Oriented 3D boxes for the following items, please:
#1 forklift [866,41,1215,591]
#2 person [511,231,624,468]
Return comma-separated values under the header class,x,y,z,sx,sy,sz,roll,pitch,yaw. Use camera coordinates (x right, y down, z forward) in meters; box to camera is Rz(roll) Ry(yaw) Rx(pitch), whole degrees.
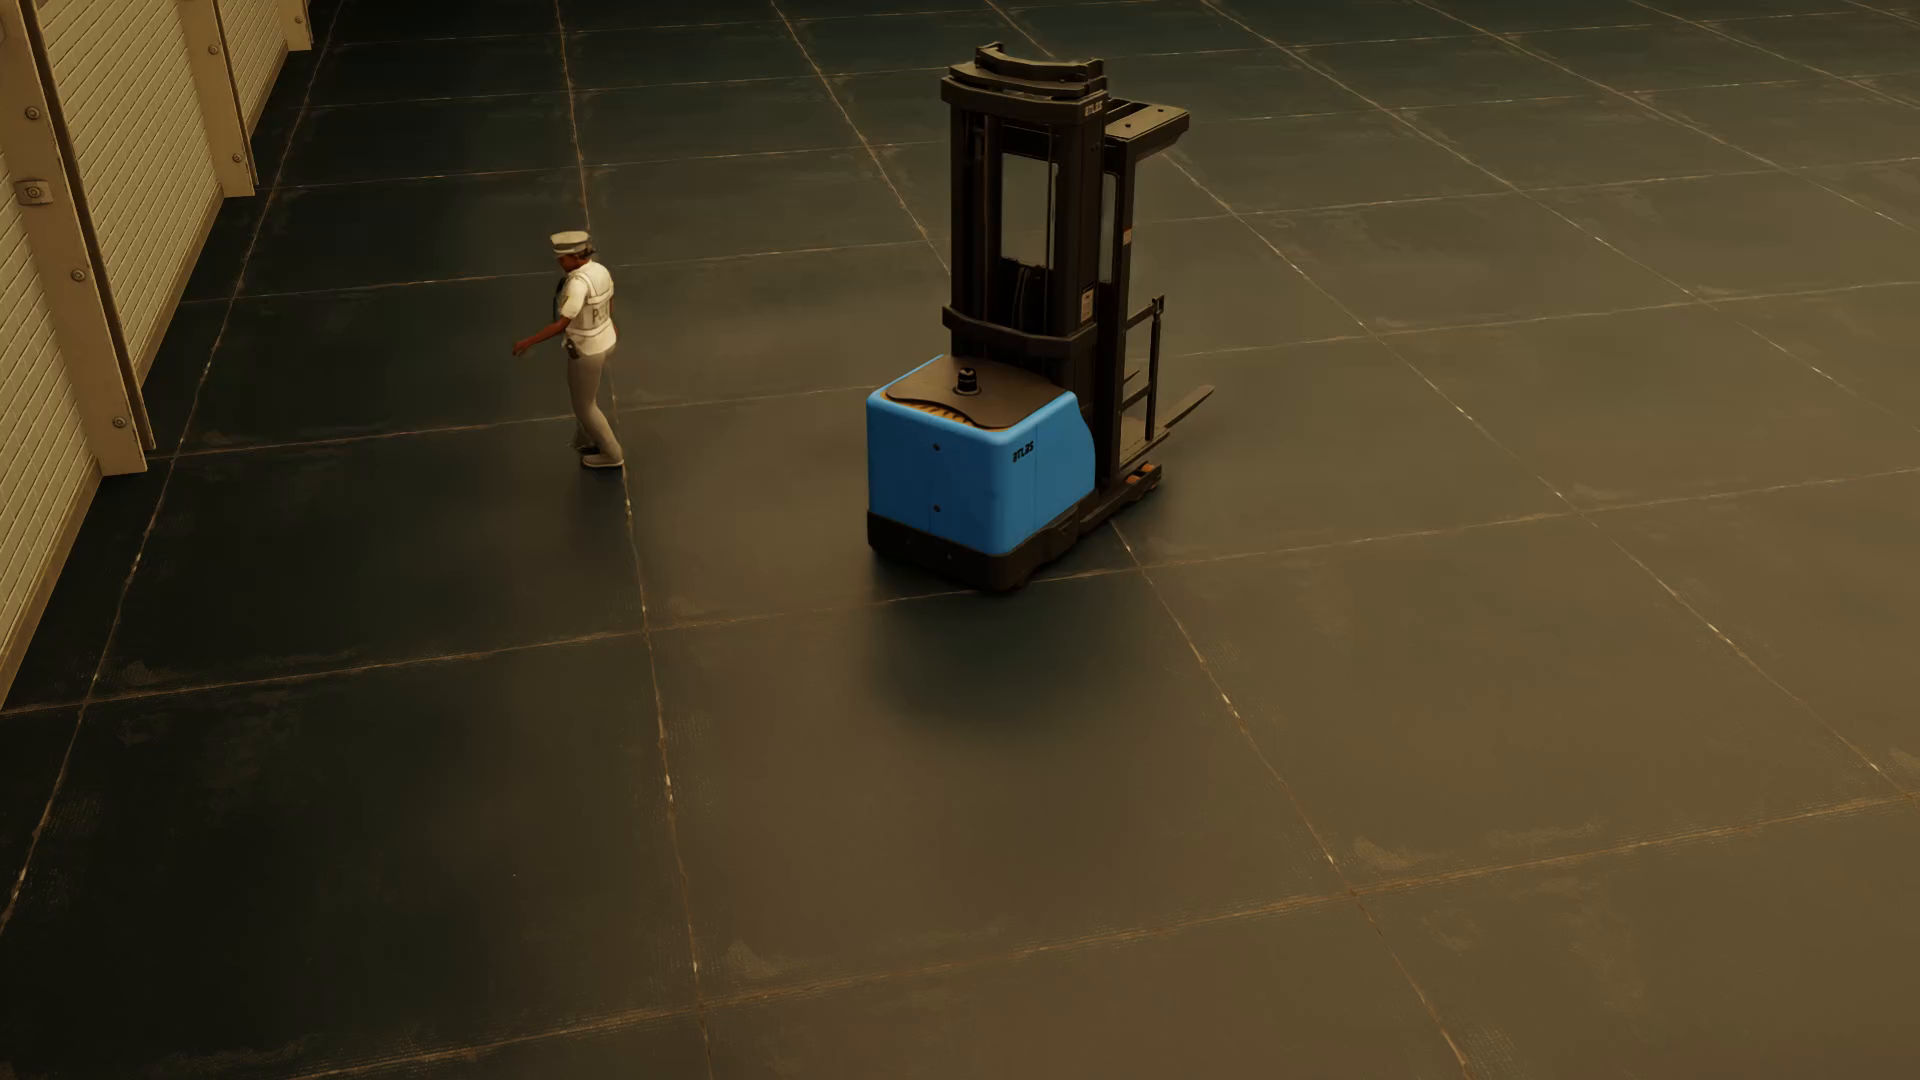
class,x,y,z,sx,sy,sz,roll,pitch,yaw
forklift,0.688,-1.654,10.432,1.130,2.935,3.031,20,35,30
person,-2.548,-1.255,11.095,0.548,1.692,0.899,8,31,13
